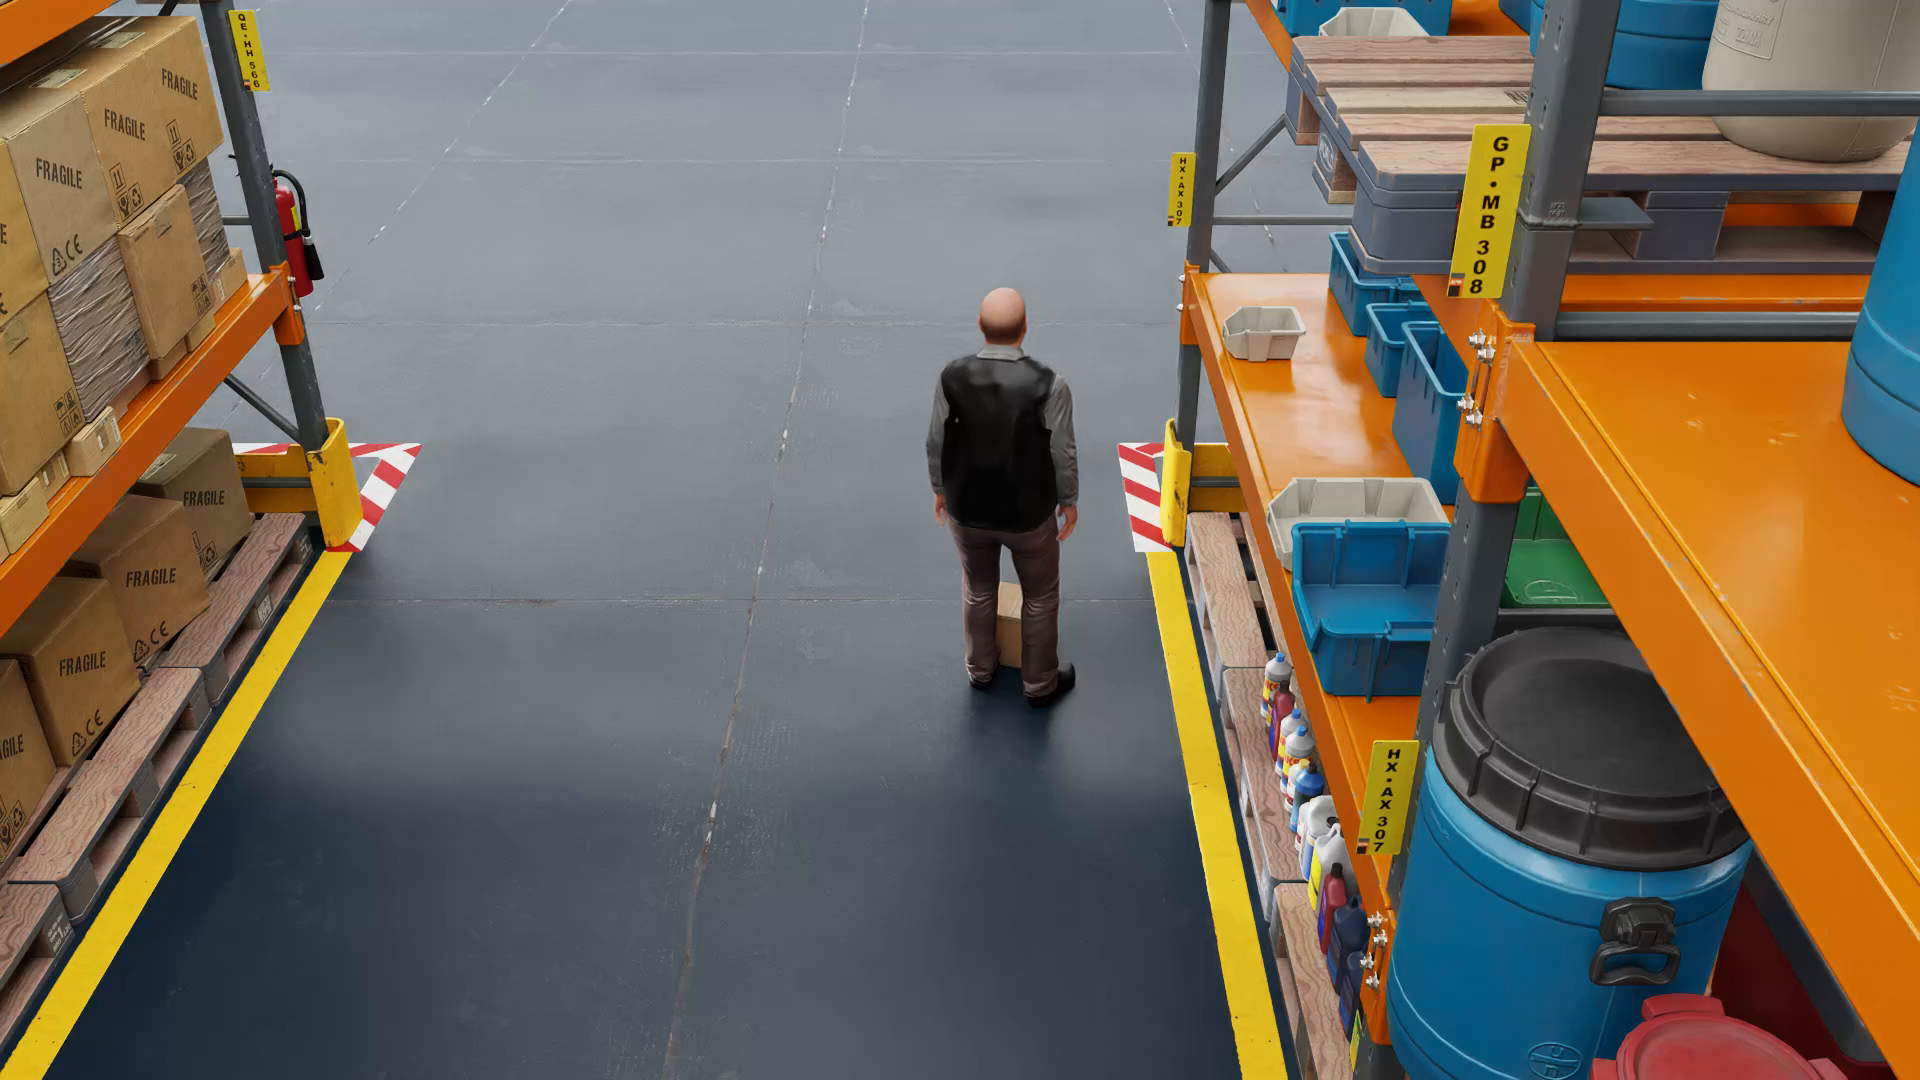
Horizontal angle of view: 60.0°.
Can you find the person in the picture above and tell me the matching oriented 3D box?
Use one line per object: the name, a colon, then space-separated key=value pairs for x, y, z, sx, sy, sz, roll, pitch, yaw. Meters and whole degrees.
person: x=0.169 y=-0.139 z=6.386 sx=0.586 sy=1.720 sz=0.475 roll=8 pitch=32 yaw=13
